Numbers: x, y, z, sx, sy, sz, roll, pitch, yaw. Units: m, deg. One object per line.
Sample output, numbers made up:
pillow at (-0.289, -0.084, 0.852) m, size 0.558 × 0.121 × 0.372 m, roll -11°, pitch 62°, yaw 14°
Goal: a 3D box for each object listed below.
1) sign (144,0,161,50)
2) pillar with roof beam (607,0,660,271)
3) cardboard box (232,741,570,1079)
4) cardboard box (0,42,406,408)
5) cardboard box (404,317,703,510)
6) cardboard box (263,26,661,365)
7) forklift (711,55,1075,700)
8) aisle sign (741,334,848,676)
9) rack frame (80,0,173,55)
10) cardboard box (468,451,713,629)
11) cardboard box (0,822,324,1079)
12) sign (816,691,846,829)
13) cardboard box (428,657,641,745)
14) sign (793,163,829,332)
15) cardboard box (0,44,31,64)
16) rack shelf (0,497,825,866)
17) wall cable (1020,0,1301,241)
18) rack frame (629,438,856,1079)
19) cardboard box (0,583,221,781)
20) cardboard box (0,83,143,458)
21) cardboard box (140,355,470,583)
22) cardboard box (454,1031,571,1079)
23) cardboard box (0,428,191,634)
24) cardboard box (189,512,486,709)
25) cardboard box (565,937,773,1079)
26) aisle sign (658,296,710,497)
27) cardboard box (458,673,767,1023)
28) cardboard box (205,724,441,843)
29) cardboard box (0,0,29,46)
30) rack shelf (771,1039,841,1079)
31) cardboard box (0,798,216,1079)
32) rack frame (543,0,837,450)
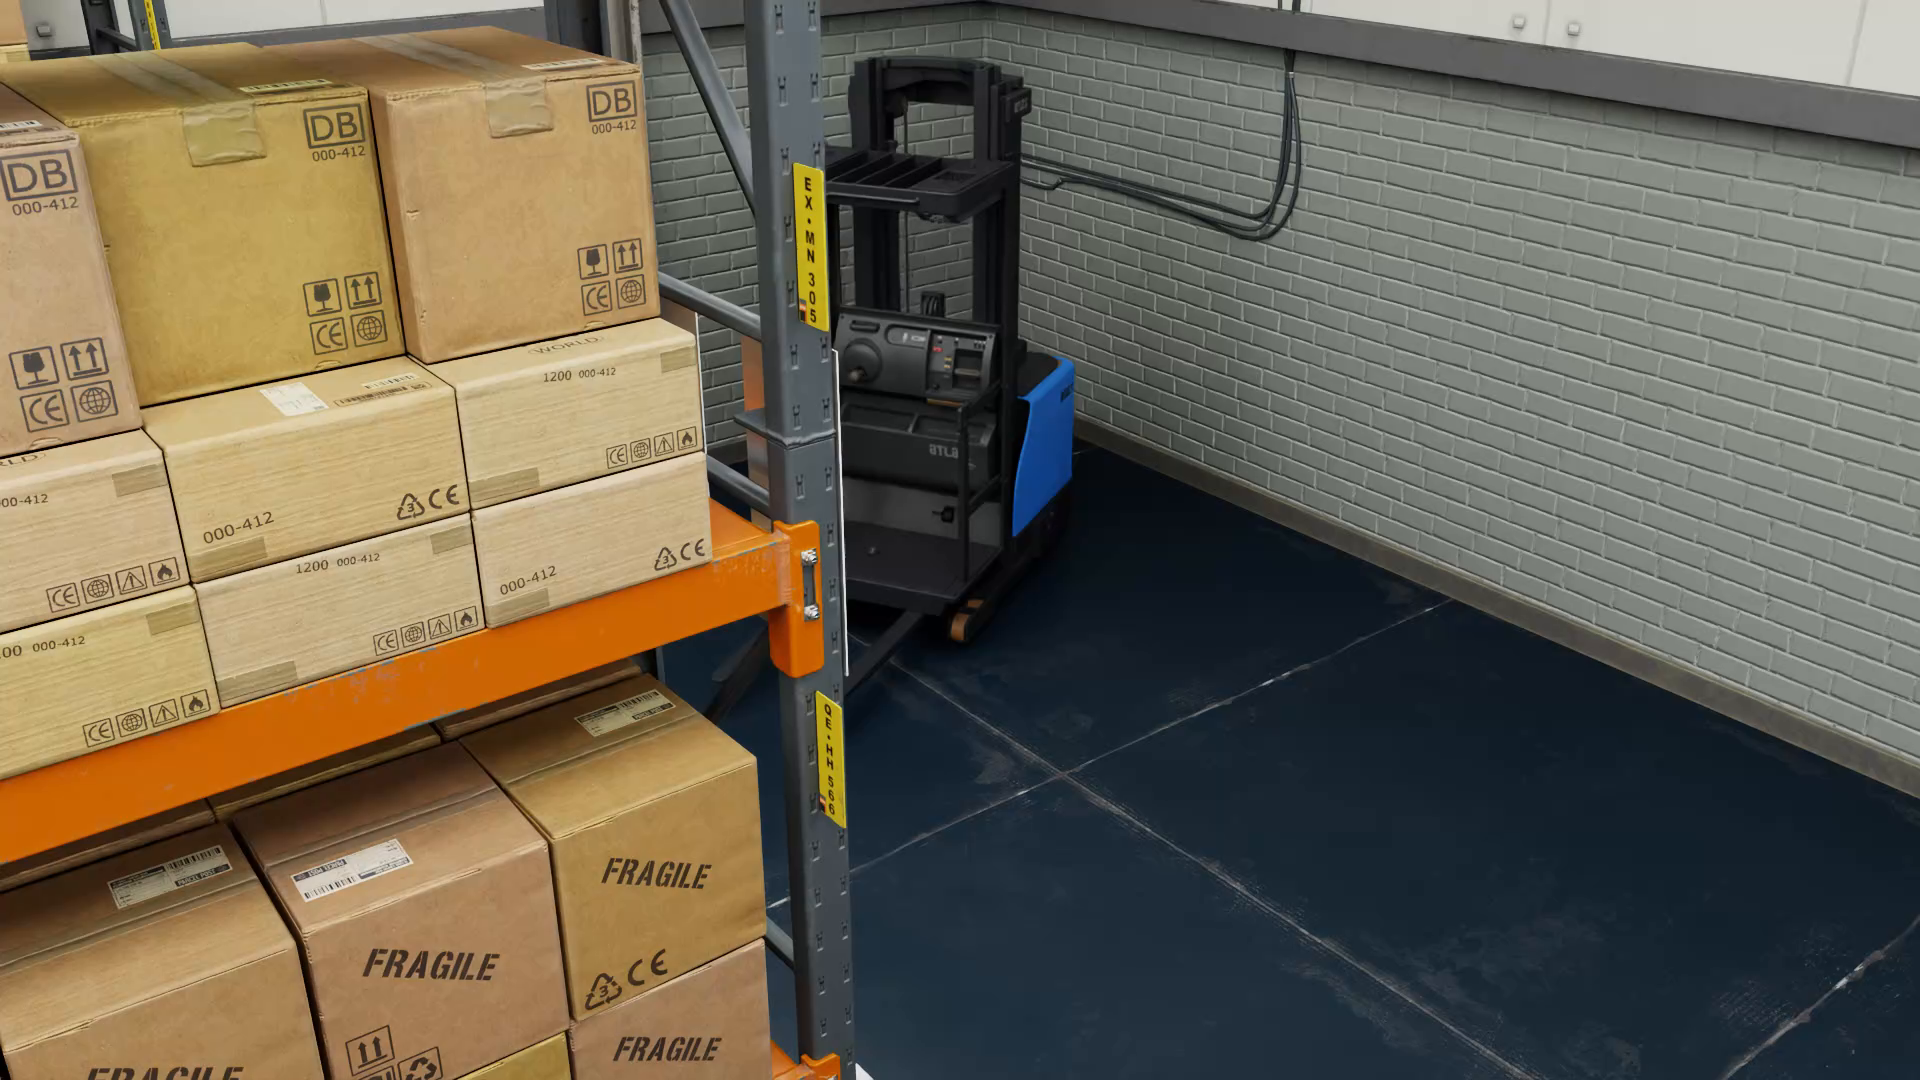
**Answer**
sign at (-3.361, -2.195, 6.895) m, size 0.005 × 0.325 × 0.100 m, roll -18°, pitch 31°, yaw -34°
pillar with roof beam at (0.563, -2.935, 5.884) m, size 0.400 × 9.000 × 9.100 m, roll -18°, pitch 31°, yaw -34°
cardboard box at (-1.202, 0.828, 3.597) m, size 0.500 × 0.500 × 0.500 m, roll -17°, pitch 30°, yaw -33°
cardboard box at (-1.465, -0.630, 3.175) m, size 0.500 × 0.500 × 0.700 m, roll -18°, pitch 31°, yaw -34°
cardboard box at (-0.872, -0.313, 3.382) m, size 0.500 × 0.250 × 0.500 m, roll -18°, pitch 31°, yaw -34°
cardboard box at (-1.019, -0.732, 3.395) m, size 0.500 × 0.500 × 0.700 m, roll -18°, pitch 31°, yaw -34°
forklift at (-0.333, -0.969, 8.857) m, size 1.130 × 2.935 × 3.031 m, roll 10°, pitch 27°, yaw 21°
aisle sign at (-0.382, -0.107, 3.829) m, size 0.004 × 0.787 × 0.394 m, roll -18°, pitch 31°, yaw -34°
rack frame at (-3.684, -3.373, 6.828) m, size 0.127 × 3.000 × 1.000 m, roll -18°, pitch 31°, yaw -34°
cardboard box at (-0.866, -0.083, 3.481) m, size 0.500 × 0.250 × 0.500 m, roll -18°, pitch 31°, yaw -34°
cardboard box at (-1.607, 0.964, 3.303) m, size 0.500 × 0.500 × 0.500 m, roll -17°, pitch 30°, yaw -33°
sign at (-0.298, 0.509, 3.839) m, size 0.005 × 0.325 × 0.100 m, roll -18°, pitch 31°, yaw -34°
cardboard box at (-1.137, 0.517, 4.265) m, size 0.500 × 0.500 × 0.500 m, roll -17°, pitch 30°, yaw -33°
sign at (-0.298, -0.585, 3.332) m, size 0.005 × 0.325 × 0.100 m, roll -18°, pitch 31°, yaw -34°
cardboard box at (-4.097, -1.902, 6.782) m, size 0.500 × 0.250 × 0.500 m, roll -17°, pitch 30°, yaw -33°
rack shelf at (-2.199, 0.474, 2.958) m, size 4.000 × 0.370 × 1.077 m, roll -18°, pitch 31°, yaw -34°
wall cable at (0.987, -3.315, 10.392) m, size 0.112 × 2.526 × 3.097 m, roll -18°, pitch 31°, yaw -34°
rack frame at (-0.625, 0.988, 4.557) m, size 0.127 × 3.000 × 1.000 m, roll -18°, pitch 31°, yaw -34°
cardboard box at (-1.652, 0.177, 2.920) m, size 0.500 × 0.250 × 0.500 m, roll -18°, pitch 31°, yaw -34°
cardboard box at (-1.792, -0.465, 2.819) m, size 0.500 × 0.500 × 0.700 m, roll -18°, pitch 31°, yaw -34°
cardboard box at (-1.265, -0.183, 3.102) m, size 0.500 × 0.250 × 0.500 m, roll -18°, pitch 31°, yaw -34°
cardboard box at (-1.215, 1.286, 3.798) m, size 0.500 × 0.500 × 0.500 m, roll -18°, pitch 30°, yaw -34°
cardboard box at (-1.661, -0.054, 2.825) m, size 0.500 × 0.250 × 0.500 m, roll -18°, pitch 31°, yaw -34°
cardboard box at (-1.267, 0.043, 3.209) m, size 0.500 × 0.250 × 0.500 m, roll -18°, pitch 31°, yaw -34°
cardboard box at (-0.809, 1.150, 4.091) m, size 0.500 × 0.500 × 0.500 m, roll -17°, pitch 30°, yaw -32°
aisle sign at (-0.752, -0.306, 4.258) m, size 0.004 × 0.787 × 0.394 m, roll -18°, pitch 31°, yaw -34°
cardboard box at (-0.805, 0.696, 3.880) m, size 0.500 × 0.500 × 0.500 m, roll -19°, pitch 31°, yaw -34°
cardboard box at (-1.543, 0.656, 3.967) m, size 0.500 × 0.500 × 0.500 m, roll -18°, pitch 30°, yaw -34°
cardboard box at (-4.092, -2.240, 6.619) m, size 0.500 × 0.500 × 0.500 m, roll -18°, pitch 31°, yaw -34°
rack shelf at (-2.199, 1.834, 3.589) m, size 4.000 × 0.370 × 1.077 m, roll -18°, pitch 31°, yaw -34°
cardboard box at (-1.940, 0.784, 3.691) m, size 0.500 × 0.500 × 0.500 m, roll -18°, pitch 30°, yaw -33°
rack frame at (-0.625, -1.733, 3.294) m, size 0.127 × 3.000 × 1.000 m, roll -18°, pitch 31°, yaw -34°
